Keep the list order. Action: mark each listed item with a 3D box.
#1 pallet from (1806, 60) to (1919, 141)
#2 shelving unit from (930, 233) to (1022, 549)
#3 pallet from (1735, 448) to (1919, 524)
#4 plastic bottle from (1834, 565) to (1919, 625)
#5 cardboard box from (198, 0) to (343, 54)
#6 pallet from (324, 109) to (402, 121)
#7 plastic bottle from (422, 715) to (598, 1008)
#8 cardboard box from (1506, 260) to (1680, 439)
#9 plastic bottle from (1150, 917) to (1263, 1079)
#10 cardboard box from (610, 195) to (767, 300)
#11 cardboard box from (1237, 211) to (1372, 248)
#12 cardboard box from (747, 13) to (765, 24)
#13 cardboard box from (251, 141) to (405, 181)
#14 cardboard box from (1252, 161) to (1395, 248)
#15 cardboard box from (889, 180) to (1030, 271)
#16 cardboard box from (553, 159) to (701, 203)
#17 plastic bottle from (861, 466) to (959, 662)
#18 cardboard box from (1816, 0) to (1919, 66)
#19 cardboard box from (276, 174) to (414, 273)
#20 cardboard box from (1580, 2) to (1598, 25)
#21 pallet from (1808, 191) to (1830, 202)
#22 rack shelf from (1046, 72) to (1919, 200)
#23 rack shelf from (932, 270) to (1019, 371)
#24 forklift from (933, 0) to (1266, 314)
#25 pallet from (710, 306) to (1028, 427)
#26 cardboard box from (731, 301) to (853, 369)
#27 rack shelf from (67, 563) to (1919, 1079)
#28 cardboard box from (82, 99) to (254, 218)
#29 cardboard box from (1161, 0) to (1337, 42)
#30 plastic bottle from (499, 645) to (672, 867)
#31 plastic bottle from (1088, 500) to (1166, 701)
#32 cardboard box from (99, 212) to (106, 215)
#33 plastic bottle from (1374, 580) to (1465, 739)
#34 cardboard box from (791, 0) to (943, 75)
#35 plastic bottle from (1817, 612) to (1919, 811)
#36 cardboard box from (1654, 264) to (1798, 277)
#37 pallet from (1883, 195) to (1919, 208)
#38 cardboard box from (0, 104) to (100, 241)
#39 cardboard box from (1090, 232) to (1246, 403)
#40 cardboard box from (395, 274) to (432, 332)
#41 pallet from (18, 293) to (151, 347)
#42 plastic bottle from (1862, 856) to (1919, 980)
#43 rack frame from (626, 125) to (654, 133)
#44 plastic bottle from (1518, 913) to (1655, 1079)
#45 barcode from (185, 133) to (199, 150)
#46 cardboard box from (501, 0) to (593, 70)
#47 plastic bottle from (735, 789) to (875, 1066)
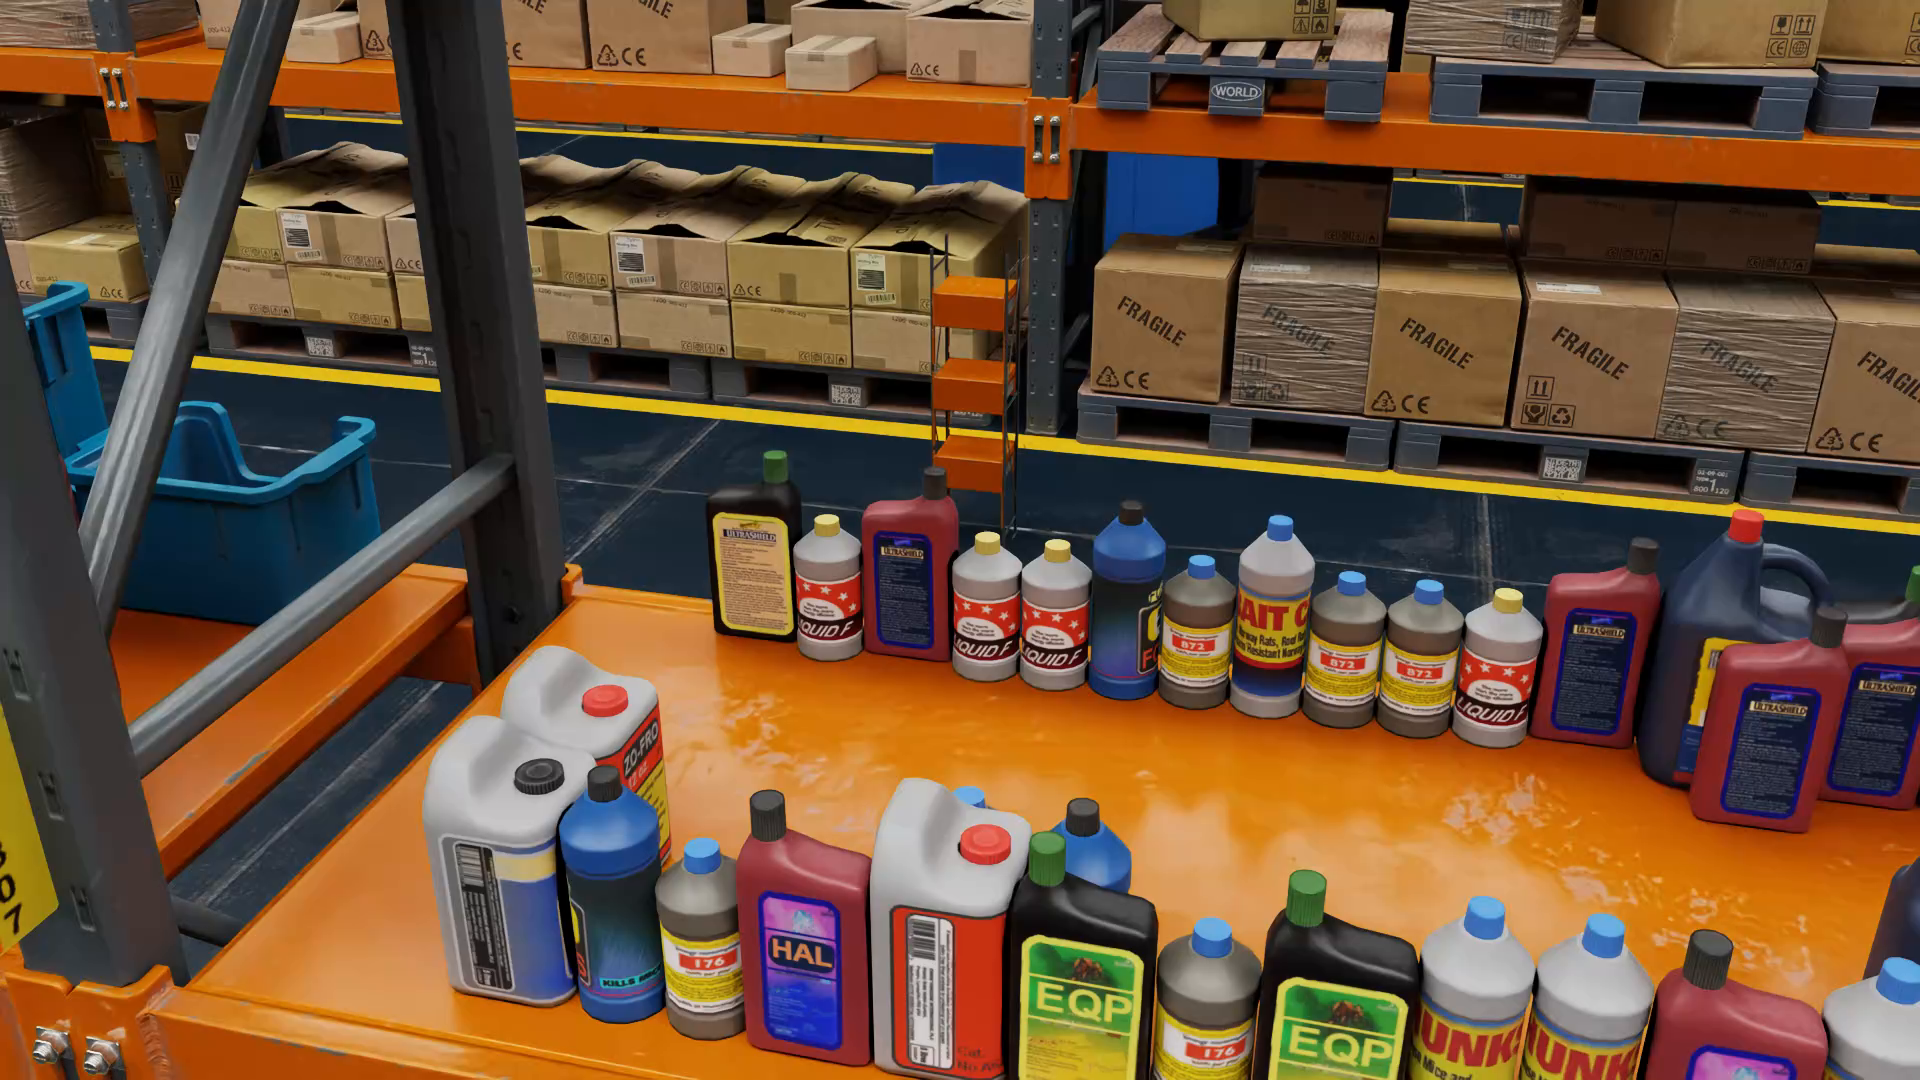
[{"bbox_3d":[3.573,-1.591,5.826,1.213,0.211,1.003,6,26,13],"label":"pallet"},{"bbox_3d":[0.052,-0.468,5.512,0.252,1.050,0.215,6,26,13],"label":"shelving unit"},{"bbox_3d":[3.523,-0.359,6.259,1.213,0.211,1.003,6,26,13],"label":"pallet"},{"bbox_3d":[1.122,0.161,2.057,0.133,0.283,0.061,6,26,13],"label":"plastic bottle"},{"bbox_3d":[-2.940,-2.301,7.268,0.500,0.250,0.500,8,27,16],"label":"cardboard box"},{"bbox_3d":[-4.042,-3.394,12.633,1.213,0.211,1.003,6,26,13],"label":"pallet"},{"bbox_3d":[-0.452,0.324,1.725,0.135,0.276,0.152,6,26,13],"label":"plastic bottle"},{"bbox_3d":[2.316,-0.714,6.157,0.500,0.500,0.500,5,26,11],"label":"cardboard box"},{"bbox_3d":[0.230,0.445,1.557,0.097,0.201,0.097,0,25,0],"label":"plastic bottle"},{"bbox_3d":[-1.115,-1.238,6.919,0.500,0.311,0.500,6,26,13],"label":"cardboard box"},{"bbox_3d":[1.411,-1.043,6.847,0.500,0.500,0.500,7,26,15],"label":"cardboard box"},{"bbox_3d":[-1.481,-3.464,11.933,0.500,0.500,0.700,7,26,15],"label":"cardboard box"},{"bbox_3d":[-2.964,-1.681,7.848,0.500,0.311,0.500,6,26,13],"label":"cardboard box"},{"bbox_3d":[1.466,-1.377,6.677,0.500,0.250,0.500,7,26,15],"label":"cardboard box"},{"bbox_3d":[0.012,-1.355,7.164,0.500,0.311,0.500,7,26,15],"label":"cardboard box"},{"bbox_3d":[-1.490,-1.518,7.506,0.500,0.311,0.500,6,26,12],"label":"cardboard box"},{"bbox_3d":[-0.070,0.030,2.334,0.133,0.283,0.061,6,26,13],"label":"plastic bottle"},{"bbox_3d":[3.235,-1.973,5.799,0.500,0.500,0.700,11,27,21],"label":"cardboard box"},{"bbox_3d":[-2.606,-1.401,7.261,0.500,0.311,0.500,6,26,12],"label":"cardboard box"},{"bbox_3d":[4.027,-2.938,10.444,0.750,0.750,0.750,7,26,15],"label":"cardboard box"},{"bbox_3d":[4.784,-2.402,10.549,1.213,0.211,1.003,6,26,13],"label":"pallet"},{"bbox_3d":[2.383,-1.436,6.114,4.000,0.370,1.077,6,26,13],"label":"rack shelf"},{"bbox_3d":[0.052,-0.715,5.395,0.240,0.259,0.215,6,26,13],"label":"rack shelf"},{"bbox_3d":[1.229,-2.922,8.478,1.130,2.935,3.031,22,33,38],"label":"forklift"},{"bbox_3d":[-0.341,-0.820,7.228,1.213,0.211,1.003,6,26,13],"label":"pallet"},{"bbox_3d":[-0.624,-0.932,6.928,0.500,0.250,0.500,6,26,12],"label":"cardboard box"},{"bbox_3d":[1.146,0.626,1.783,4.000,0.370,1.077,6,26,13],"label":"rack shelf"},{"bbox_3d":[-3.799,-1.870,8.026,0.500,0.500,0.500,6,26,13],"label":"cardboard box"},{"bbox_3d":[1.084,-2.189,6.254,0.500,0.500,0.700,-2,26,-5],"label":"cardboard box"},{"bbox_3d":[-0.415,0.260,1.858,0.135,0.276,0.152,6,26,13],"label":"plastic bottle"},{"bbox_3d":[0.226,0.076,2.251,0.097,0.271,0.097,0,25,0],"label":"plastic bottle"},{"bbox_3d":[-4.284,-1.583,8.296,0.500,0.250,0.500,6,26,13],"label":"cardboard box"},{"bbox_3d":[0.603,0.149,2.178,0.097,0.201,0.097,0,25,0],"label":"plastic bottle"},{"bbox_3d":[-0.372,-2.111,6.799,0.500,0.311,0.500,6,26,12],"label":"cardboard box"},{"bbox_3d":[1.107,0.187,2.004,0.133,0.283,0.061,6,26,13],"label":"plastic bottle"},{"bbox_3d":[2.911,-0.879,6.503,0.500,0.500,0.500,7,26,14],"label":"cardboard box"},{"bbox_3d":[6.267,-2.237,10.202,1.213,0.211,1.003,6,26,13],"label":"pallet"},{"bbox_3d":[-4.413,-1.707,7.684,0.500,0.500,0.500,6,26,13],"label":"cardboard box"},{"bbox_3d":[0.816,-0.877,6.500,0.500,0.500,0.500,7,26,15],"label":"cardboard box"},{"bbox_3d":[-2.102,-1.096,7.272,0.500,0.250,0.500,6,26,11],"label":"cardboard box"},{"bbox_3d":[-4.187,-1.247,8.123,1.213,0.211,1.003,6,26,13],"label":"pallet"},{"bbox_3d":[0.952,0.379,1.521,0.185,0.351,0.144,6,26,13],"label":"plastic bottle"},{"bbox_3d":[-2.198,-4.466,11.641,0.127,3.000,1.000,6,26,13],"label":"rack frame"},{"bbox_3d":[0.548,0.448,1.468,0.097,0.271,0.097,0,25,0],"label":"plastic bottle"},{"bbox_3d":[-3.284,-1.706,7.123,0.075,0.075,0.001,6,26,13],"label":"barcode"},{"bbox_3d":[-1.693,-2.249,6.869,0.500,0.500,0.500,6,26,13],"label":"cardboard box"},{"bbox_3d":[-0.145,0.374,1.610,0.133,0.283,0.061,6,26,13],"label":"plastic bottle"}]
